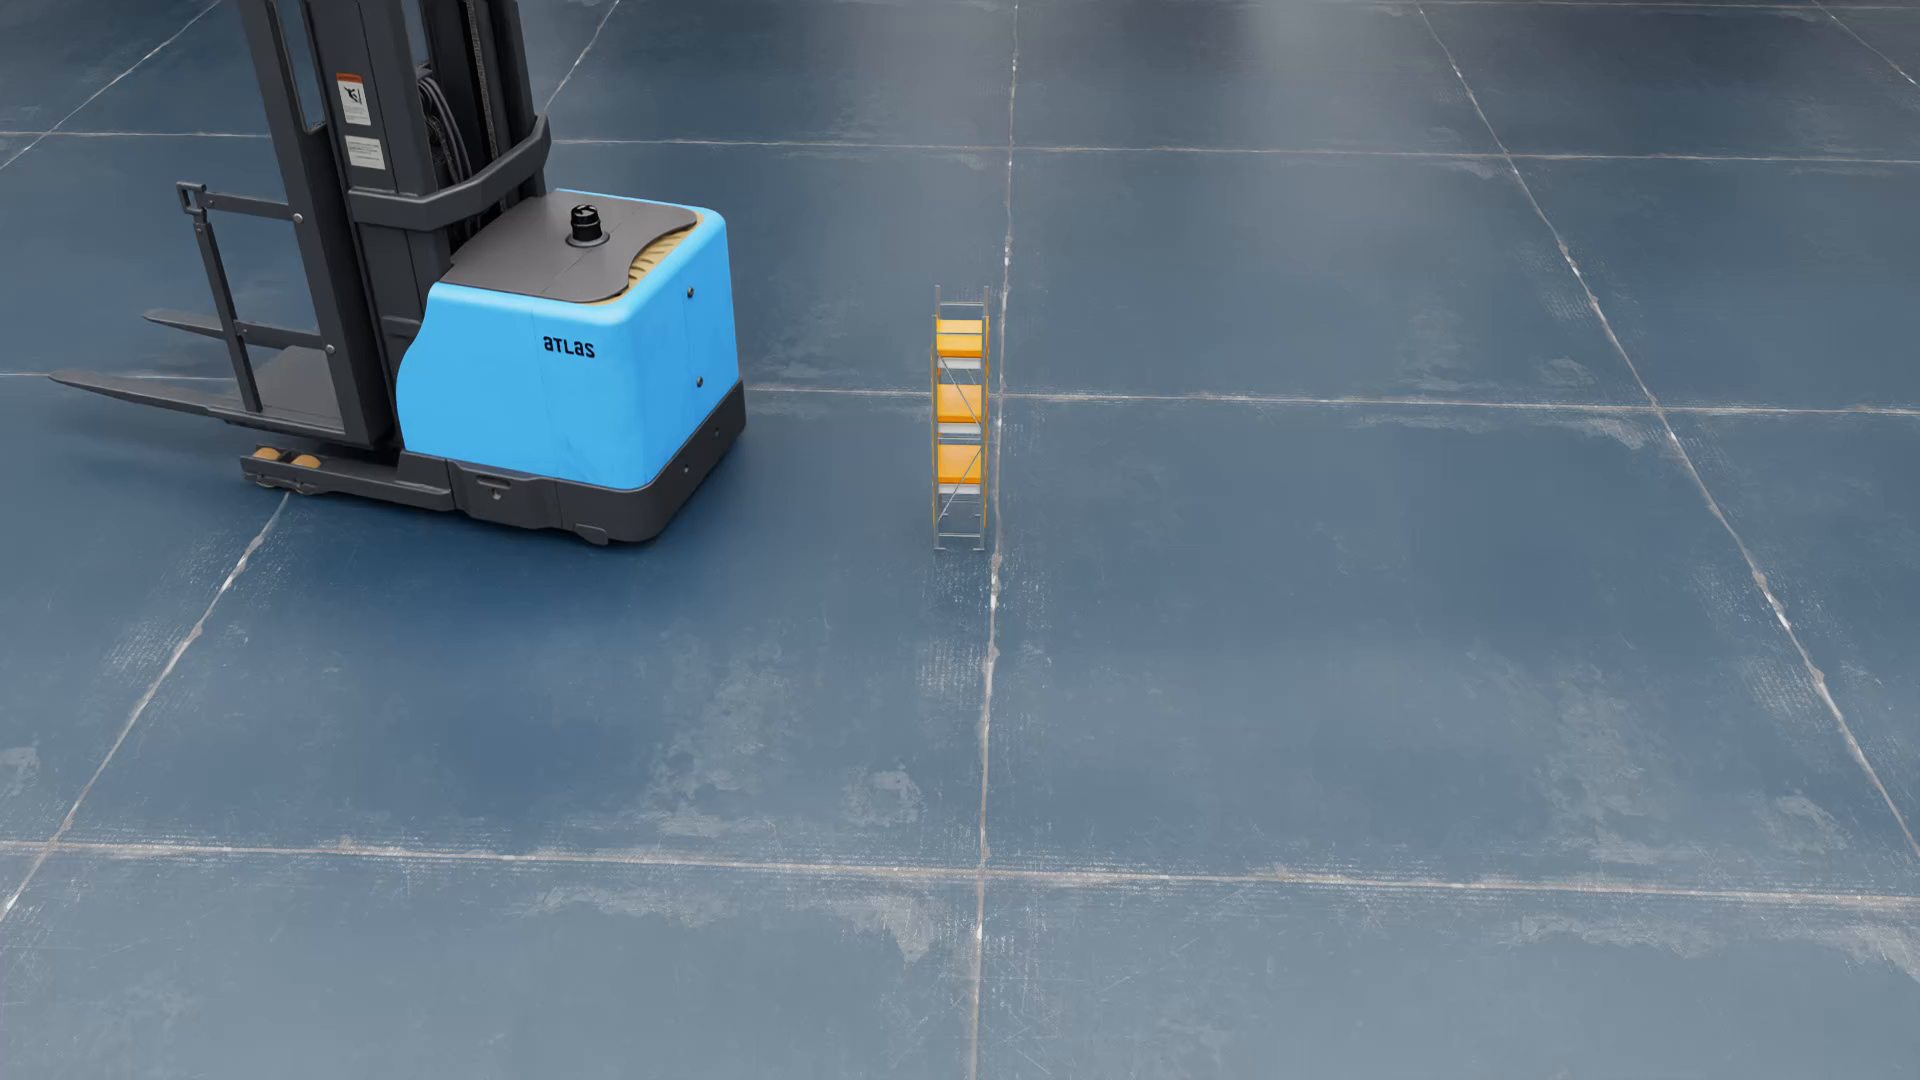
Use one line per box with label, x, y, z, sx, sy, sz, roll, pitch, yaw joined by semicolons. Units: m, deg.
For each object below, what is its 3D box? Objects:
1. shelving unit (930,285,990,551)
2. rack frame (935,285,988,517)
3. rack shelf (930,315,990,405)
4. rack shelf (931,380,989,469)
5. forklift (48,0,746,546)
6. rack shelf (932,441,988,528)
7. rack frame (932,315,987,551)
shelving unit;0.002;-0.460;6.492;0.215;1.050;0.252;1;35;2
rack frame;0.007;-0.530;6.592;0.200;1.050;0.008;1;35;2
rack shelf;0.002;-0.684;6.335;0.215;0.259;0.240;1;35;2
rack shelf;0.002;-0.452;6.498;0.215;0.259;0.240;1;35;2
forklift;-2.520;-1.666;6.571;3.031;2.935;1.130;10;36;14
rack shelf;0.002;-0.224;6.658;0.215;0.259;0.240;1;35;2
rack frame;-0.003;-0.390;6.392;0.200;1.050;0.008;1;35;2
